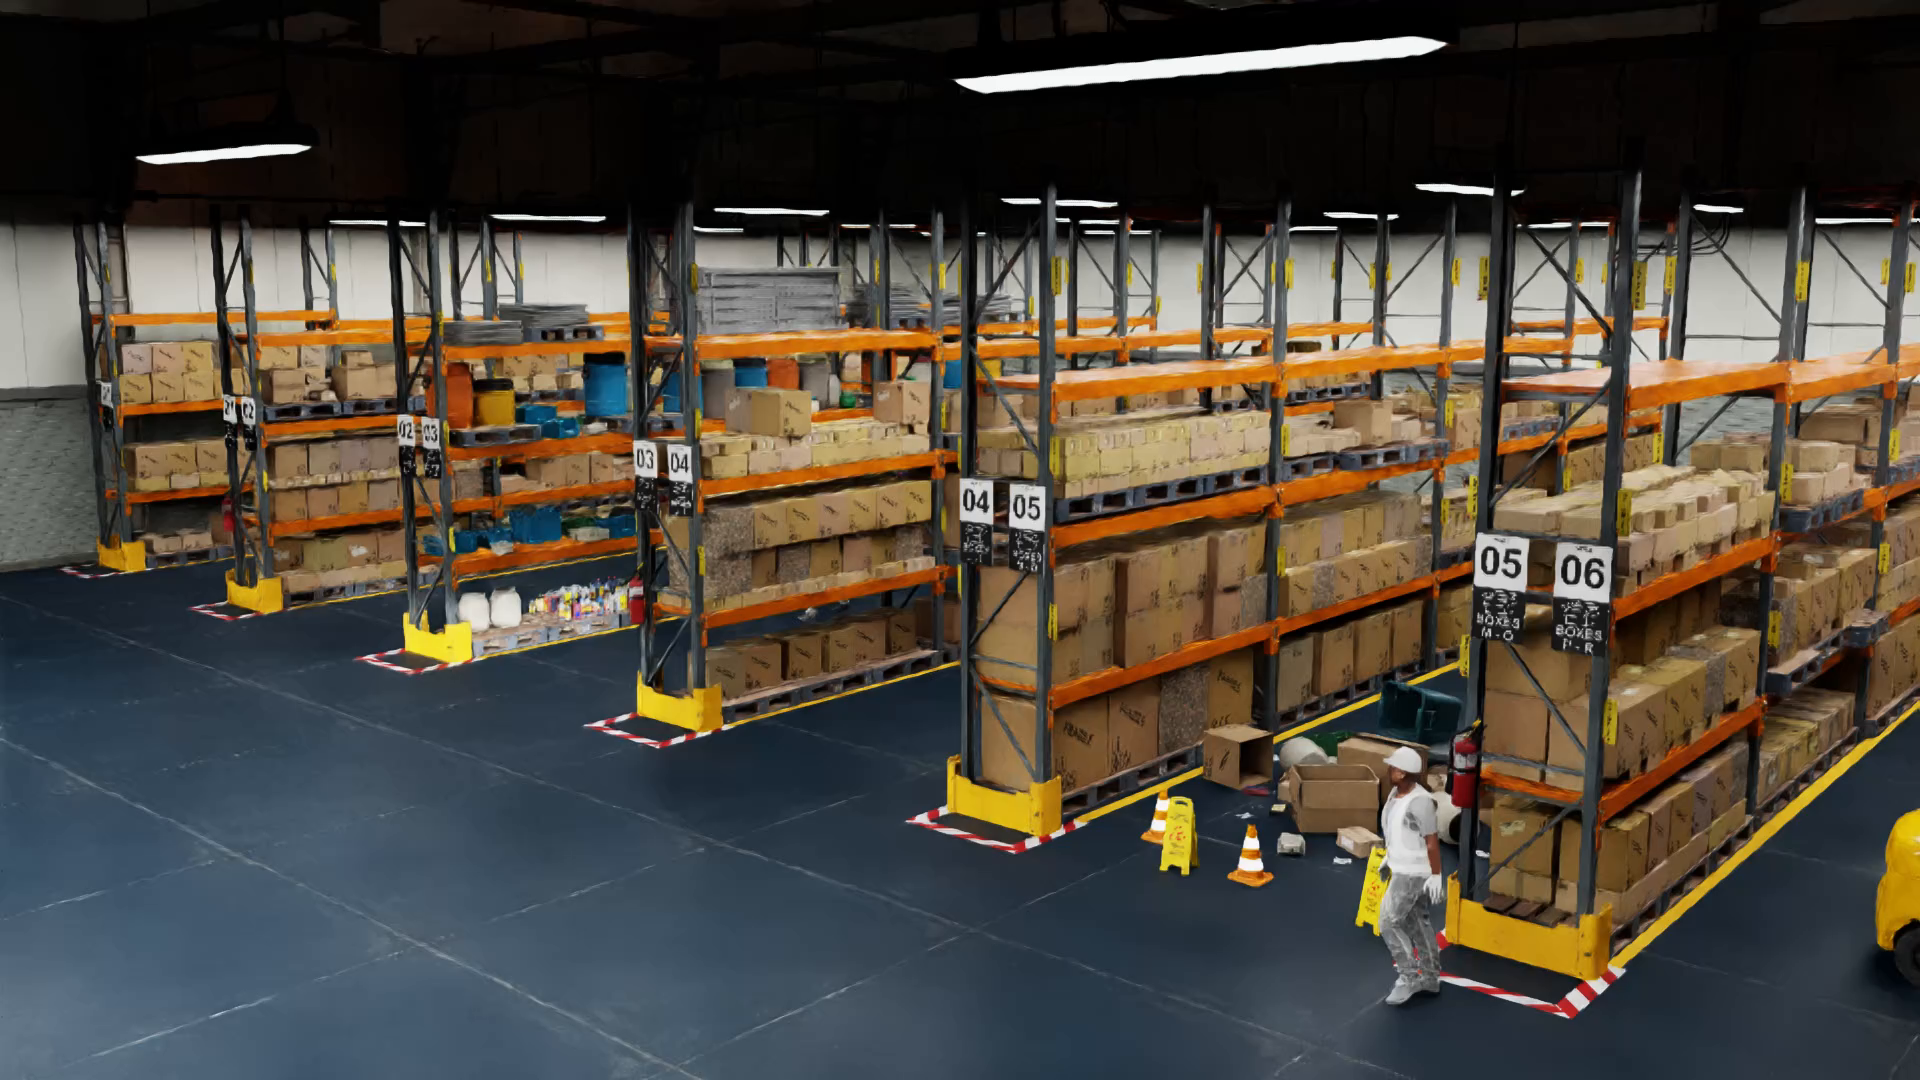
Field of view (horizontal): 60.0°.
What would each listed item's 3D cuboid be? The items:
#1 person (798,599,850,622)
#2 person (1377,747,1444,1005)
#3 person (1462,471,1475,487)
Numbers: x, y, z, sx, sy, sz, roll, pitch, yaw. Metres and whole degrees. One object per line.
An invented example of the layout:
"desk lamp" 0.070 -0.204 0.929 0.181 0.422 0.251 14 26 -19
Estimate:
"person" -1.929 0.231 23.044 0.553 1.705 1.133 9 13 43
"person" 3.198 2.343 11.794 0.485 1.767 0.641 1 10 5
"person" 8.603 -0.341 28.240 0.653 1.665 0.561 -9 13 -44
